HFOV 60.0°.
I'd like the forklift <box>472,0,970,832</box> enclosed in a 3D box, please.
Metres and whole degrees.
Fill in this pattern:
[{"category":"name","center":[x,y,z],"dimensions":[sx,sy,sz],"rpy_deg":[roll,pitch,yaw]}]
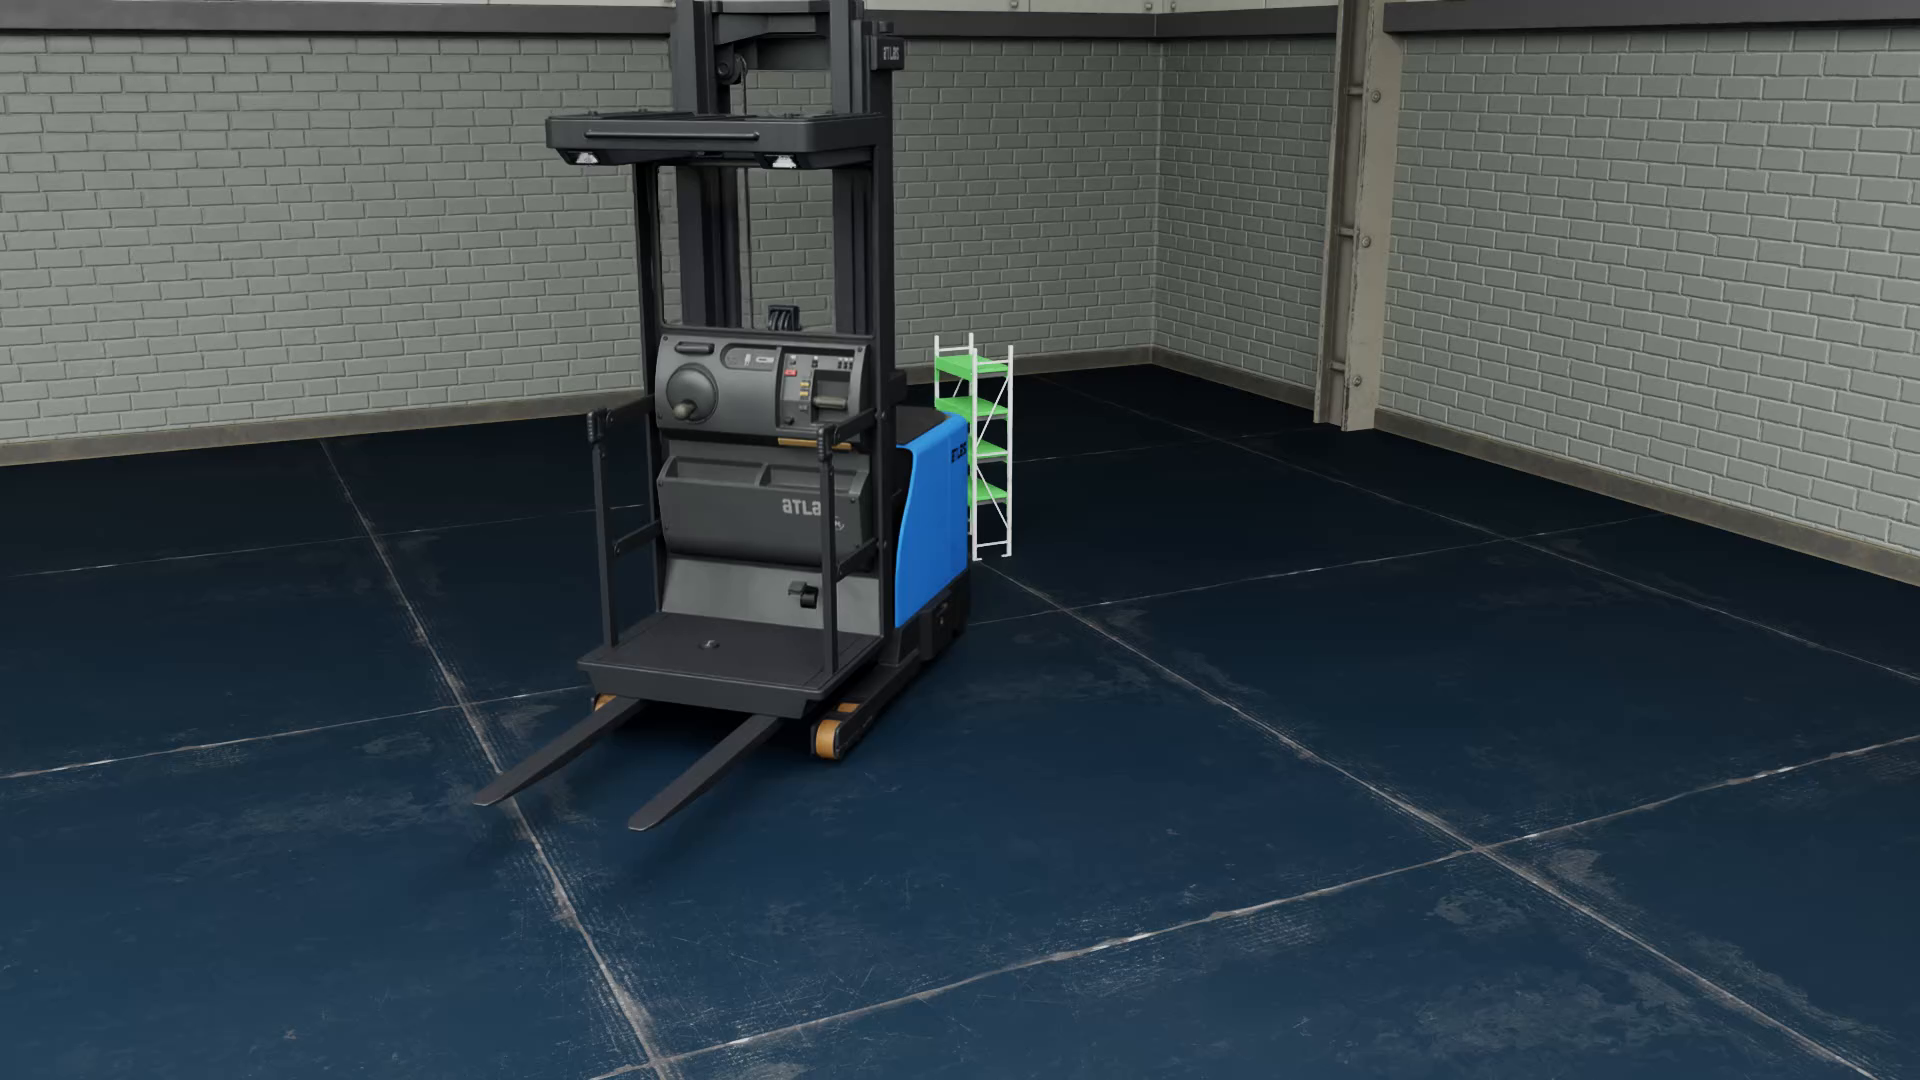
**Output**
[{"category":"forklift","center":[-0.898,-0.649,6.699],"dimensions":[1.130,2.935,3.031],"rpy_deg":[5,17,18]}]

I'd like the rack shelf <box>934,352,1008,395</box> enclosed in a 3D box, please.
[{"category":"rack shelf","center":[0.072,-0.936,9.327],"dimensions":[0.258,0.148,0.480],"rpy_deg":[-8,18,-25]}]

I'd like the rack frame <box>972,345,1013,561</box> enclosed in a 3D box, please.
[{"category":"rack frame","center":[0.179,-0.475,9.231],"dimensions":[0.240,1.200,0.015],"rpy_deg":[-8,18,-25]}]

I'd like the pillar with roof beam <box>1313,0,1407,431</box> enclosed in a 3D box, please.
[{"category":"pillar with roof beam","center":[-0.894,-4.697,9.806],"dimensions":[9.100,9.000,0.400],"rpy_deg":[-8,18,-25]}]

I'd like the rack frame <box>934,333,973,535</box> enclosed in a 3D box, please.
[{"category":"rack frame","center":[-0.034,-0.596,9.653],"dimensions":[0.240,1.200,0.015],"rpy_deg":[-8,18,-25]}]

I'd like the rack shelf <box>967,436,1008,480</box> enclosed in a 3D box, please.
[{"category":"rack shelf","center":[0.073,-0.474,9.460],"dimensions":[0.258,0.148,0.480],"rpy_deg":[-8,18,-25]}]

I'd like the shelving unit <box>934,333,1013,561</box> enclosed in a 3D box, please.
[{"category":"shelving unit","center":[0.073,-0.536,9.442],"dimensions":[0.258,1.200,0.503],"rpy_deg":[-8,18,-25]}]

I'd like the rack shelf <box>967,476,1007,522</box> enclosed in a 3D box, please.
[{"category":"rack shelf","center":[0.073,-0.244,9.526],"dimensions":[0.258,0.148,0.480],"rpy_deg":[-8,18,-25]}]

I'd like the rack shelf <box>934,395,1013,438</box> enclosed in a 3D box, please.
[{"category":"rack shelf","center":[0.073,-0.705,9.394],"dimensions":[0.258,0.148,0.480],"rpy_deg":[-8,18,-25]}]
